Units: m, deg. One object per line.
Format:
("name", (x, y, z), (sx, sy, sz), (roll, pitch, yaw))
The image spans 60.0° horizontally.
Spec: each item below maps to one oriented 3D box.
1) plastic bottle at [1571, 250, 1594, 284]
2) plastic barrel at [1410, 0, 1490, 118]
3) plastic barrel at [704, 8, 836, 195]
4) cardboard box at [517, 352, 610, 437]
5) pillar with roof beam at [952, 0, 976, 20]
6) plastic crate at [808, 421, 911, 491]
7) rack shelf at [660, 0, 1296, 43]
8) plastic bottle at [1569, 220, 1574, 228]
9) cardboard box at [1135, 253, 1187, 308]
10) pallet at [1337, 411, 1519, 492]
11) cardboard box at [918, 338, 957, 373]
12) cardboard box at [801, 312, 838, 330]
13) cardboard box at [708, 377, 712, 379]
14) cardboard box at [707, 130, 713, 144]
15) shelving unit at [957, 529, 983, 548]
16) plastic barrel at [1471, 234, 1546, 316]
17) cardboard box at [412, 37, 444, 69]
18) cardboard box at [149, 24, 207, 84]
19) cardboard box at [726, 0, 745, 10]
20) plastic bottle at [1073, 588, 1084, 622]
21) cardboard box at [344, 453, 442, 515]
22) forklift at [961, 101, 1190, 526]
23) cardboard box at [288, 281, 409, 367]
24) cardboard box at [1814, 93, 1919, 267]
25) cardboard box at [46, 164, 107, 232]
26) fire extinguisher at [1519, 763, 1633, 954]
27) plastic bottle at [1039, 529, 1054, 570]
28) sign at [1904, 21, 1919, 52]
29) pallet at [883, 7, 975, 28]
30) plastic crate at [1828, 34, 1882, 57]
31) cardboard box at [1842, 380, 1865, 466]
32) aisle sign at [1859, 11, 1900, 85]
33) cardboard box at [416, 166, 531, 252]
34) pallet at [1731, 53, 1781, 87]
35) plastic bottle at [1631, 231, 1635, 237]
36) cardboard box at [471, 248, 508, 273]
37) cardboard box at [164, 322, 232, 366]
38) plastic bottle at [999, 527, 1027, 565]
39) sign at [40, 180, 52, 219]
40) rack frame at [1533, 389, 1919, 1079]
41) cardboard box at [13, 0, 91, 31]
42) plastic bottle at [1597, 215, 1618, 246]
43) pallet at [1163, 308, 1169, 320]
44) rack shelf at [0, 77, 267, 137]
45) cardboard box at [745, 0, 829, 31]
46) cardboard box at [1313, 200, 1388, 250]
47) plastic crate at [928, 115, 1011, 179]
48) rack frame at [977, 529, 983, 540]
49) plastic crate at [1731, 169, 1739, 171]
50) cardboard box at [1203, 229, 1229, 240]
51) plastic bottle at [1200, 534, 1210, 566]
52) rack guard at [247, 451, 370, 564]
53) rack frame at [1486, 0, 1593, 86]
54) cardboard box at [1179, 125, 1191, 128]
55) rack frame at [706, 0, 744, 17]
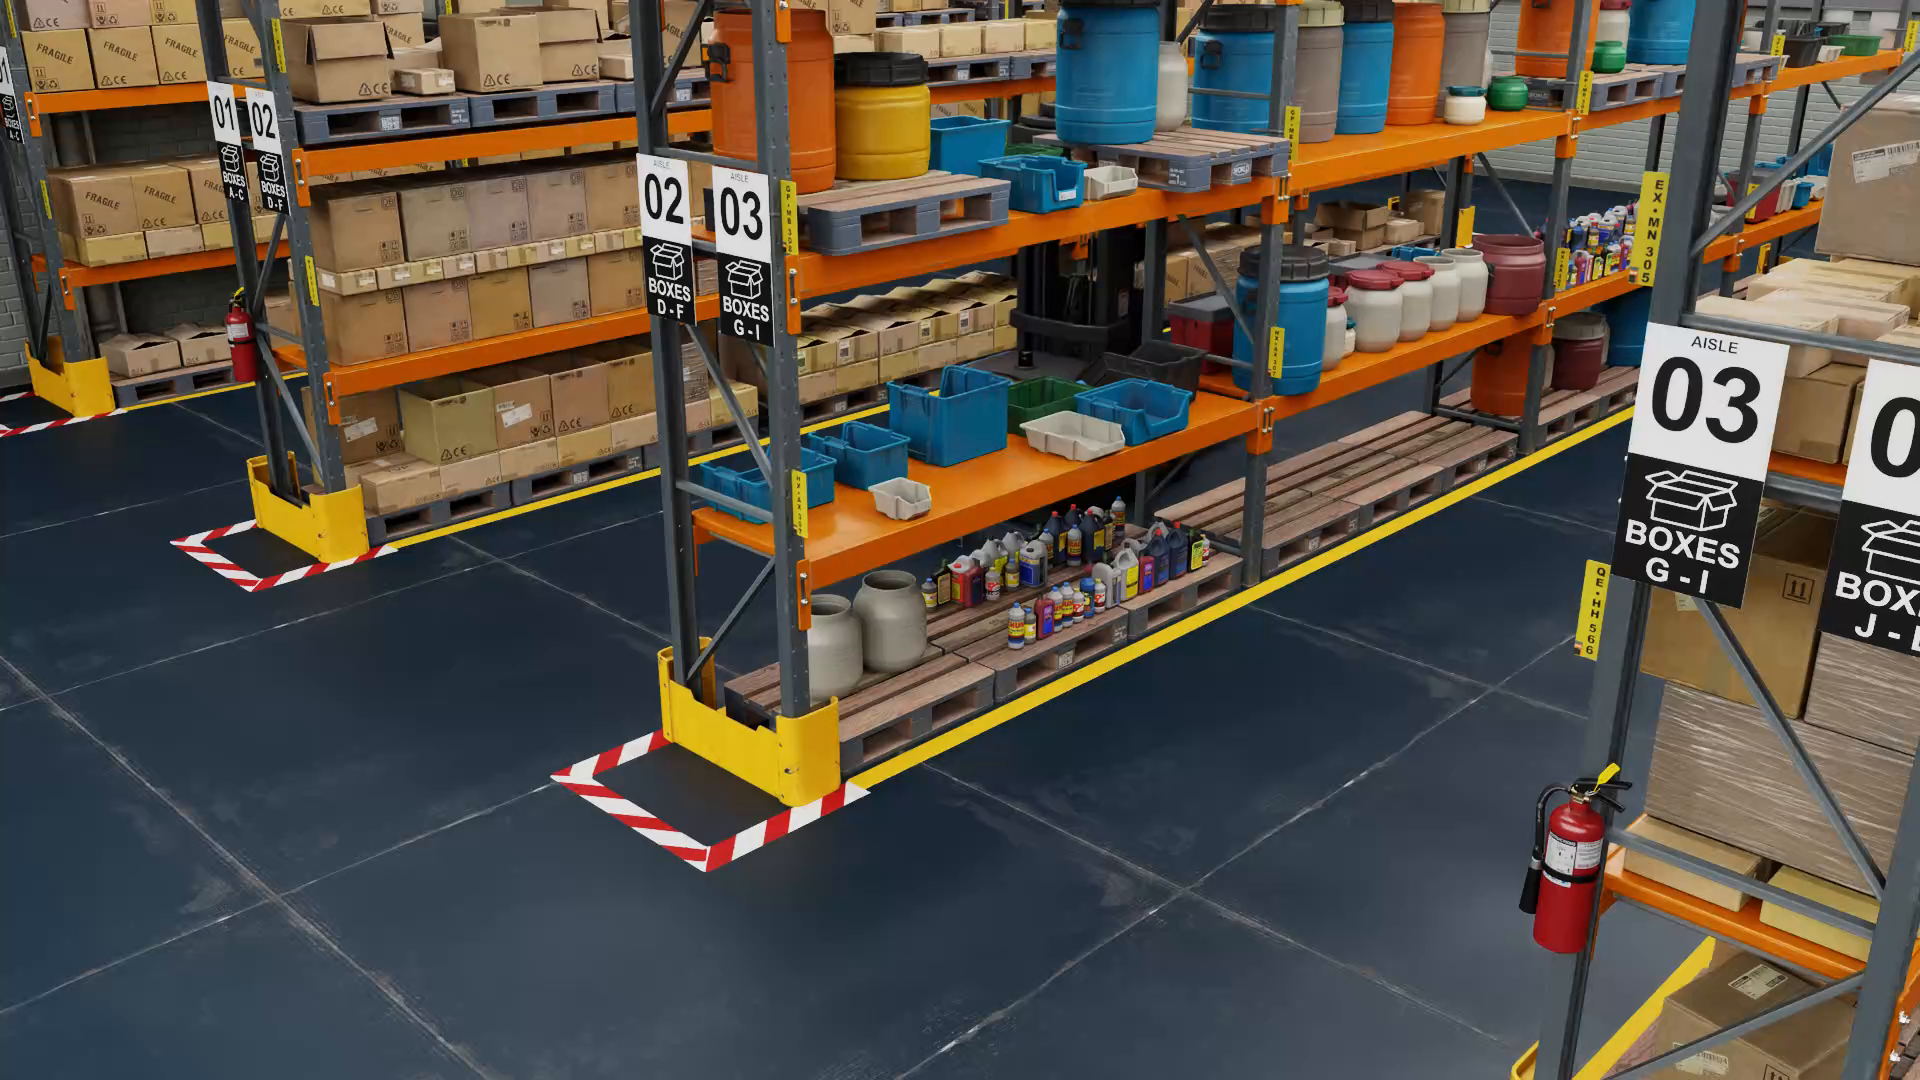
("plastic bottle", (5.280, -2.329, 14.127), (0.152, 0.276, 0.135), (19, 28, 41))
("plastic barrel", (3.695, -3.715, 12.681), (0.600, 0.901, 0.600), (0, 21, 0))
("plastic barrel", (-0.909, -2.135, 8.083), (0.600, 0.830, 0.708), (19, 28, 41))
("cardboard box", (-3.122, -1.152, 13.093), (0.500, 0.500, 0.500), (19, 28, 41))
("pillar with roof beam", (3.069, -7.865, 19.995), (9.100, 9.000, 0.400), (19, 28, 41))
("plastic crate", (-0.565, -0.481, 9.353), (0.499, 0.251, 0.408), (19, 28, 41))
("rack shelf", (0.238, -2.974, 8.828), (1.077, 0.370, 4.000), (19, 28, 41))
("plastic bottle", (5.642, -2.837, 15.454), (0.097, 0.271, 0.097), (0, 21, 0))
("cardboard box", (2.114, -2.827, 18.118), (0.500, 0.500, 0.500), (19, 28, 40))
("pallet", (3.856, -0.747, 13.724), (1.003, 0.211, 1.213), (19, 28, 41))
("cardboard box", (-0.382, -1.800, 15.825), (0.500, 0.250, 0.500), (-20, 28, -41))
("cardboard box", (-1.477, -1.936, 15.396), (0.500, 0.311, 0.500), (-19, 28, -41))
("cardboard box", (-2.454, -1.320, 14.575), (0.500, 0.250, 0.500), (19, 28, 41))
("cardboard box", (-2.995, -4.846, 19.750), (0.700, 0.500, 0.500), (15, 26, 35))
("shelving unit", (0.006, -0.422, 11.919), (0.258, 0.900, 0.210), (19, 28, 41))
("plastic barrel", (4.317, -2.106, 13.185), (0.600, 0.536, 0.708), (19, 28, 41))
("cardboard box", (-3.701, -3.547, 12.285), (0.500, 0.311, 0.500), (-16, 26, -36))
("cardboard box", (-7.083, -4.404, 15.004), (0.500, 0.500, 0.500), (-19, 28, -40))
("cardboard box", (-2.384, -6.506, 19.888), (0.700, 0.500, 0.500), (17, 27, 37))
("plastic bottle", (0.709, 0.392, 10.161), (0.097, 0.201, 0.097), (0, 21, 0))
("cardboard box", (-4.170, -0.417, 12.226), (0.500, 0.250, 0.500), (19, 28, 41))
("forklift", (1.205, -1.925, 12.999), (1.130, 2.935, 3.031), (17, 27, 37))
("cardboard box", (-4.369, -1.586, 11.880), (0.700, 0.500, 0.500), (19, 28, 41))
("cardboard box", (3.292, -1.223, 5.643), (0.500, 0.500, 0.500), (19, 28, 41))
("cardboard box", (-8.079, -3.125, 15.160), (0.500, 0.500, 0.500), (19, 28, 40))
("fire extinguisher", (1.982, 1.008, 5.379), (0.296, 0.674, 0.183), (19, 28, 41))
("plastic bottle", (0.566, 0.058, 10.933), (0.097, 0.271, 0.097), (0, 21, 0))
("sign", (10.410, -5.512, 18.200), (0.100, 0.325, 0.005), (19, 28, 41))
("pallet", (-0.488, -6.809, 21.694), (0.805, 0.209, 1.217), (18, 27, 39))
("plastic crate", (9.521, -5.271, 17.721), (0.450, 0.188, 0.336), (19, 28, 41))
("cardboard box", (2.913, -0.331, 4.784), (0.500, 0.250, 0.500), (-19, 28, -40))
("aisle sign", (10.265, -5.453, 18.458), (0.394, 0.787, 0.004), (19, 28, 41))
("cardboard box", (-3.618, -2.471, 12.376), (0.700, 0.500, 0.500), (19, 28, 41))
("pallet", (6.737, -4.352, 15.300), (1.213, 0.211, 1.003), (19, 28, 41))
("plastic bottle", (6.039, -2.642, 14.836), (0.144, 0.351, 0.185), (19, 28, 41))
("cardboard box", (-3.556, -2.085, 12.274), (0.380, 0.149, 0.250), (18, 27, 39))
("cardboard box", (-7.310, -1.913, 16.006), (0.500, 0.311, 0.500), (-17, 27, -38))
("plastic bottle", (0.345, 0.083, 10.758), (0.144, 0.351, 0.185), (19, 28, 40))
("sign", (-7.866, -2.930, 14.309), (0.100, 0.325, 0.005), (19, 28, 41))
("rack frame", (2.392, 1.058, 5.141), (1.000, 3.000, 0.127), (19, 28, 41))
("cardboard box", (-7.812, -4.622, 14.178), (0.500, 0.500, 0.500), (17, 27, 37))
("plastic bottle", (6.081, -2.909, 15.634), (0.152, 0.276, 0.135), (19, 28, 41))
("pallet", (2.276, -2.672, 18.732), (1.003, 0.211, 1.213), (19, 28, 41))
("rack shelf", (-6.860, -4.240, 15.746), (1.077, 0.370, 4.000), (19, 28, 41))
("cardboard box", (-1.454, -4.475, 13.935), (0.500, 0.500, 0.500), (20, 29, 41))
("cardboard box", (4.975, -4.031, 21.248), (0.797, 0.503, 0.637), (19, 28, 41))
("plastic crate", (-0.042, -2.140, 9.302), (0.392, 0.384, 0.575), (19, 28, 41))
("rack frame", (0.077, -0.448, 11.987), (0.240, 0.900, 0.006), (19, 28, 41))
("plastic crate", (8.678, -3.925, 18.255), (0.416, 0.233, 0.300), (19, 28, 41))
("cardboard box", (2.792, -3.342, 19.460), (0.500, 0.500, 0.500), (-20, 28, -41))
("plastic bottle", (1.604, 0.062, 11.019), (0.097, 0.201, 0.097), (0, 21, 0))
("rack guard", (-4.720, -0.249, 12.027), (1.175, 0.500, 0.348), (19, 28, 41))
("rack frame", (4.424, -5.038, 12.640), (1.000, 3.000, 0.127), (19, 28, 41))
("cardboard box", (2.480, -4.280, 18.305), (0.700, 0.500, 0.500), (12, 24, 27))
("rack frame", (-2.674, -7.518, 19.091), (1.000, 3.000, 0.127), (19, 28, 41))
